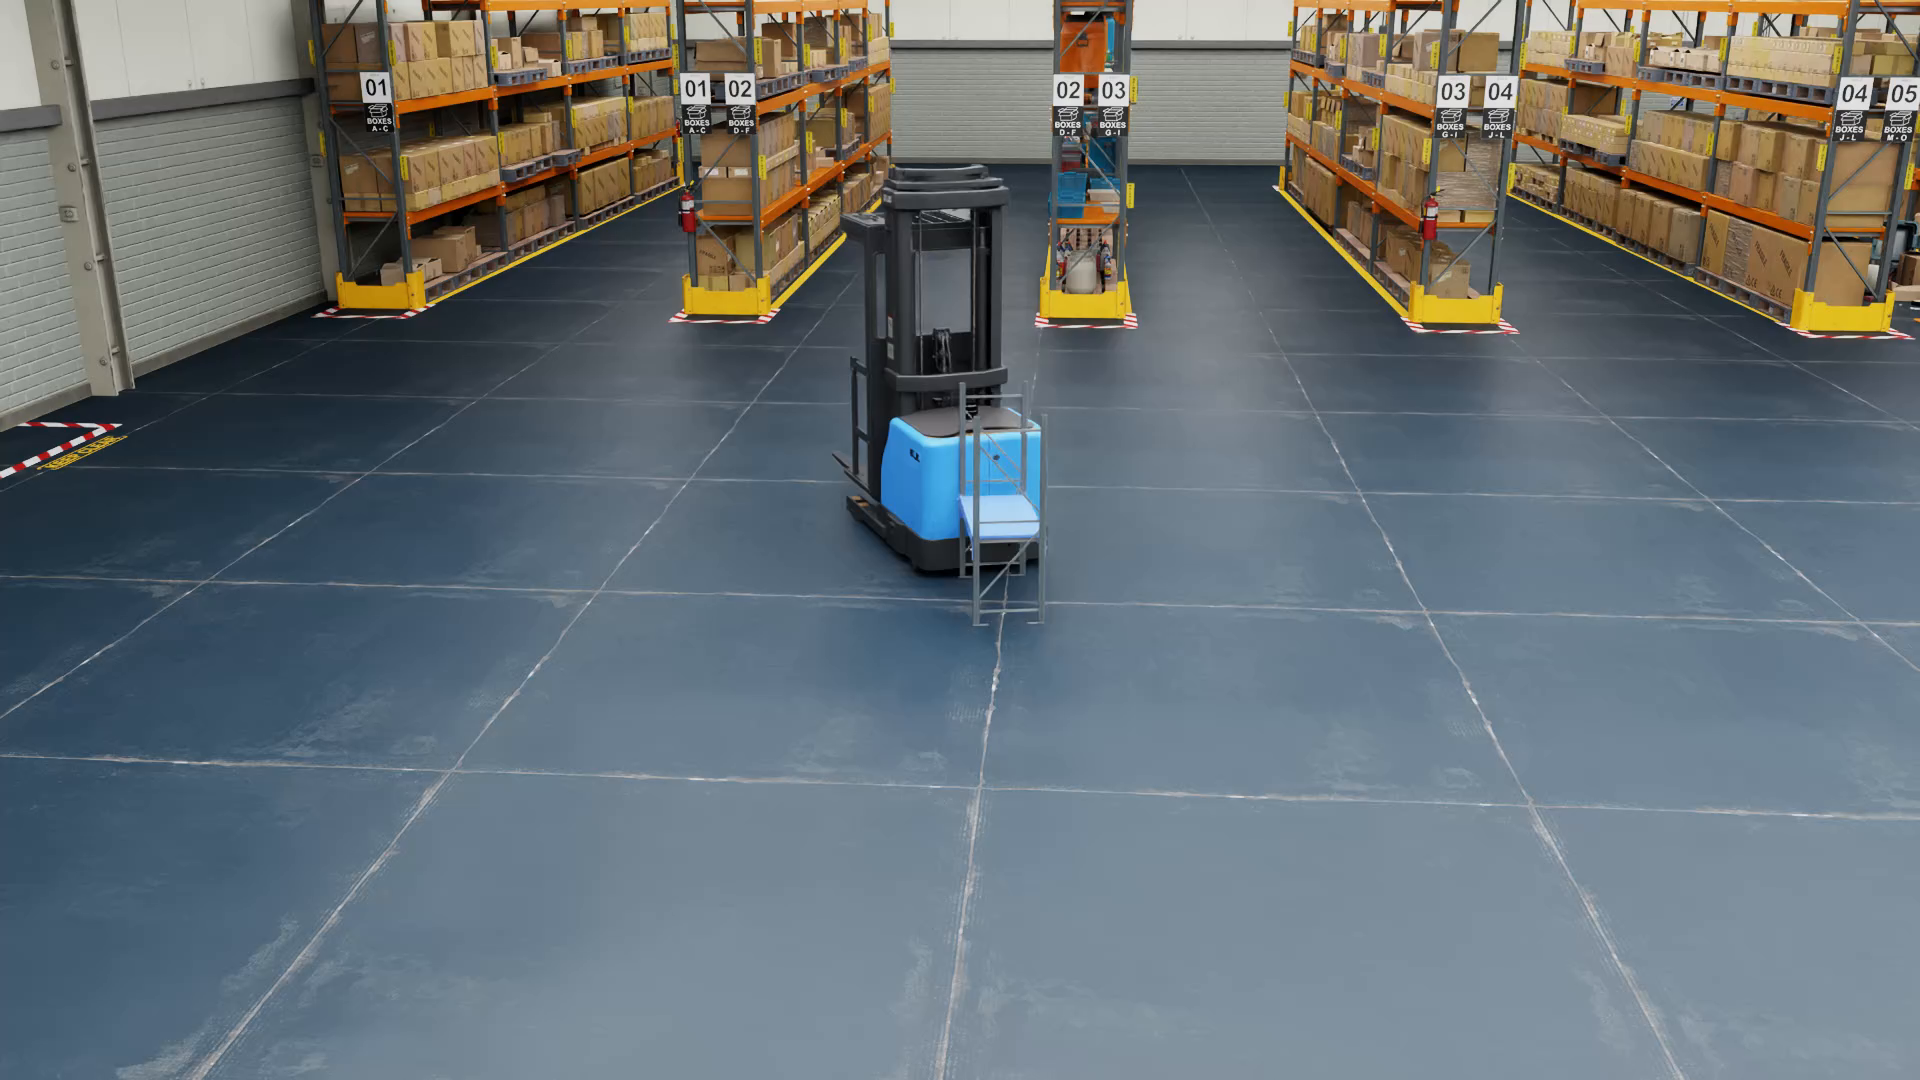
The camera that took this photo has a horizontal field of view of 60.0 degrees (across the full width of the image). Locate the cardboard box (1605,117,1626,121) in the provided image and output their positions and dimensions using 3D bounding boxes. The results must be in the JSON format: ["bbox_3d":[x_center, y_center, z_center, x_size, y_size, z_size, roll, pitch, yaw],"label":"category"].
[{"bbox_3d":[12.589,-8.022,31.862,0.380,0.149,0.250,1,18,2],"label":"cardboard box"}]

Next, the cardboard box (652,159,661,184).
[{"bbox_3d":[-7.034,-8.148,36.814,0.700,0.500,0.500,1,18,2],"label":"cardboard box"}]

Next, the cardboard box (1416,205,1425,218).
[{"bbox_3d":[6.462,-4.497,22.734,0.380,0.149,0.250,1,18,4],"label":"cardboard box"}]

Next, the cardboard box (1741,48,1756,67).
[{"bbox_3d":[11.540,-6.907,23.797,0.500,0.250,0.500,1,18,3],"label":"cardboard box"}]

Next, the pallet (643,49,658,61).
[{"bbox_3d":[-7.140,-10.441,35.795,1.003,0.211,1.213,1,18,4],"label":"pallet"}]

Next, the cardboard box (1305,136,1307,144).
[{"bbox_3d":[7.236,-8.157,33.902,0.380,0.149,0.250,2,18,5],"label":"cardboard box"}]

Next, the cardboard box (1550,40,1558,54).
[{"bbox_3d":[12.323,-10.016,33.794,0.500,0.250,0.500,2,18,6],"label":"cardboard box"}]

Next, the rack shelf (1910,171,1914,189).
[{"bbox_3d":[17.263,-6.910,30.849,1.077,0.370,4.000,1,18,4],"label":"rack shelf"}]

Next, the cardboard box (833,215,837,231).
[{"bbox_3d":[-2.473,-5.638,29.553,0.500,0.250,0.500,1,18,3],"label":"cardboard box"}]

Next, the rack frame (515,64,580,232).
[{"bbox_3d":[-7.586,-7.183,30.528,1.000,3.000,0.127,1,18,4],"label":"rack frame"}]

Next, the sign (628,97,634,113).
[{"bbox_3d":[-6.758,-8.929,34.124,0.100,0.325,0.005,1,18,4],"label":"sign"}]

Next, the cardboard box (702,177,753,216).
[{"bbox_3d":[-3.172,-4.782,23.038,0.700,0.500,0.500,1,18,4],"label":"cardboard box"}]

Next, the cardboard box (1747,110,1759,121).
[{"bbox_3d":[17.373,-9.020,35.973,0.500,0.500,0.500,1,18,3],"label":"cardboard box"}]

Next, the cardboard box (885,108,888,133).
[{"bbox_3d":[-1.866,-9.300,36.827,0.500,0.500,0.500,1,18,4],"label":"cardboard box"}]

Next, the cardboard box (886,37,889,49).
[{"bbox_3d":[-1.854,-10.985,36.751,0.500,0.250,0.500,1,18,4],"label":"cardboard box"}]

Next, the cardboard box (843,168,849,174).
[{"bbox_3d":[-2.600,-7.521,34.866,0.500,0.500,0.500,1,18,4],"label":"cardboard box"}]

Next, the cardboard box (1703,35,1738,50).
[{"bbox_3d":[12.330,-7.883,26.852,0.500,0.500,0.500,1,18,4],"label":"cardboard box"}]

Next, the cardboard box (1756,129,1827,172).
[{"bbox_3d":[11.698,-5.435,23.218,0.875,0.550,0.500,1,18,4],"label":"cardboard box"}]

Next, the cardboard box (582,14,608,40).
[{"bbox_3d":[-7.482,-10.605,34.356,0.500,0.500,0.500,1,18,3],"label":"cardboard box"}]

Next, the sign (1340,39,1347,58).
[{"bbox_3d":[6.682,-8.575,29.002,0.100,0.325,0.005,1,18,4],"label":"sign"}]

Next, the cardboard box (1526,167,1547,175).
[{"bbox_3d":[12.392,-7.924,35.737,0.380,0.149,0.250,0,18,1],"label":"cardboard box"}]

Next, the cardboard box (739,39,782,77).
[{"bbox_3d":[-2.827,-6.838,23.597,0.500,0.500,0.500,1,18,4],"label":"cardboard box"}]

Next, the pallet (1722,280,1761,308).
[{"bbox_3d":[11.671,-3.528,23.850,1.003,0.211,1.213,1,18,4],"label":"pallet"}]

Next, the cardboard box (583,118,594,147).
[{"bbox_3d":[-7.249,-7.689,31.402,0.500,0.500,0.500,2,18,6],"label":"cardboard box"}]

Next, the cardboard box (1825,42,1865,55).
[{"bbox_3d":[11.288,-6.269,21.209,0.380,0.149,0.250,1,18,4],"label":"cardboard box"}]

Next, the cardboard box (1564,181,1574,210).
[{"bbox_3d":[12.145,-6.740,32.515,0.500,0.500,0.500,2,18,6],"label":"cardboard box"}]

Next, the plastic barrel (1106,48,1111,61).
[{"bbox_3d":[2.600,-8.837,30.334,0.294,0.245,0.294,0,18,0],"label":"plastic barrel"}]

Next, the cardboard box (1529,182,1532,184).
[{"bbox_3d":[12.393,-7.565,35.596,0.380,0.149,0.250,1,18,4],"label":"cardboard box"}]

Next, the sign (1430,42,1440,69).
[{"bbox_3d":[6.110,-6.232,21.385,0.100,0.325,0.005,1,18,4],"label":"sign"}]

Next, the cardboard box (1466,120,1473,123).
[{"bbox_3d":[7.120,-5.817,24.114,0.500,0.500,0.500,1,18,4],"label":"cardboard box"}]

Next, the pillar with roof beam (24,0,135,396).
[{"bbox_3d":[-5.109,-5.827,16.754,9.100,9.000,0.400,1,18,4],"label":"pillar with roof beam"}]

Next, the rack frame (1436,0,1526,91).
[{"bbox_3d":[6.662,-7.218,20.999,1.000,3.000,0.127,1,18,4],"label":"rack frame"}]

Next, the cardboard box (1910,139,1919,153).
[{"bbox_3d":[16.901,-6.953,29.263,0.500,0.250,0.500,1,18,4],"label":"cardboard box"}]

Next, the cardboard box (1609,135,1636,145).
[{"bbox_3d":[11.757,-7.095,29.509,0.380,0.149,0.250,2,18,5],"label":"cardboard box"}]

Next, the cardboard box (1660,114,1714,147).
[{"bbox_3d":[12.064,-6.777,27.520,0.700,0.500,0.500,1,18,3],"label":"cardboard box"}]

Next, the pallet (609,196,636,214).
[{"bbox_3d":[-7.280,-6.859,34.017,1.003,0.211,1.213,1,18,4],"label":"pallet"}]

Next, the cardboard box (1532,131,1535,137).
[{"bbox_3d":[12.423,-8.652,35.414,0.380,0.149,0.250,1,18,3],"label":"cardboard box"}]

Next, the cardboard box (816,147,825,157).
[{"bbox_3d":[-2.715,-6.920,29.867,0.500,0.311,0.500,2,18,7],"label":"cardboard box"}]

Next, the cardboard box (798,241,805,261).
[{"bbox_3d":[-2.747,-4.576,26.311,0.500,0.250,0.500,1,18,4],"label":"cardboard box"}]

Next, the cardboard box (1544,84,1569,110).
[{"bbox_3d":[12.309,-9.087,34.095,0.500,0.500,0.500,2,18,5],"label":"cardboard box"}]

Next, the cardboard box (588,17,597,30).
[{"bbox_3d":[-7.494,-10.194,32.827,0.500,0.250,0.500,3,18,8],"label":"cardboard box"}]

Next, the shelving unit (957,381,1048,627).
[{"bbox_3d":[0.292,-0.278,11.861,0.538,1.500,1.048,-2,18,-5],"label":"shelving unit"}]

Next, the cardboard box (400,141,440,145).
[{"bbox_3d":[-8.197,-5.779,25.247,0.500,0.500,0.500,2,18,5],"label":"cardboard box"}]

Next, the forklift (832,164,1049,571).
[{"bbox_3d":[-0.315,-1.581,13.541,1.130,2.935,3.031,-7,19,-20],"label":"forklift"}]

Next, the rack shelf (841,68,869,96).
[{"bbox_3d":[-2.502,-8.779,31.735,1.077,0.370,4.000,1,18,4],"label":"rack shelf"}]

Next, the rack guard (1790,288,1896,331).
[{"bbox_3d":[11.600,-3.030,21.866,1.175,0.500,0.348,1,18,4],"label":"rack guard"}]

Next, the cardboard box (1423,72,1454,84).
[{"bbox_3d":[6.416,-6.170,22.218,0.380,0.149,0.250,0,18,2],"label":"cardboard box"}]

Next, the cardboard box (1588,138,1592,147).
[{"bbox_3d":[11.849,-7.351,30.770,0.380,0.149,0.250,2,18,6],"label":"cardboard box"}]

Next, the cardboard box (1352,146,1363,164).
[{"bbox_3d":[6.886,-6.465,27.901,0.500,0.250,0.500,1,18,2],"label":"cardboard box"}]

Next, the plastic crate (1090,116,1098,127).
[{"bbox_3d":[2.896,-8.535,34.455,0.402,0.464,0.583,1,18,4],"label":"plastic crate"}]

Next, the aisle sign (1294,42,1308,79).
[{"bbox_3d":[7.515,-10.601,36.783,0.394,0.787,0.004,1,18,4],"label":"aisle sign"}]

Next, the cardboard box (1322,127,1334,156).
[{"bbox_3d":[7.137,-7.532,31.432,0.500,0.500,0.500,2,18,5],"label":"cardboard box"}]

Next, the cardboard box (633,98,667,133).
[{"bbox_3d":[-7.080,-9.426,36.890,0.980,0.700,0.700,1,18,3],"label":"cardboard box"}]

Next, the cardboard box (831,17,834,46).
[{"bbox_3d":[-2.571,-9.316,30.453,0.500,0.500,0.500,1,18,4],"label":"cardboard box"}]

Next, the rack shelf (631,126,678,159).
[{"bbox_3d":[-7.156,-8.705,36.327,1.077,0.370,4.000,1,18,4],"label":"rack shelf"}]
